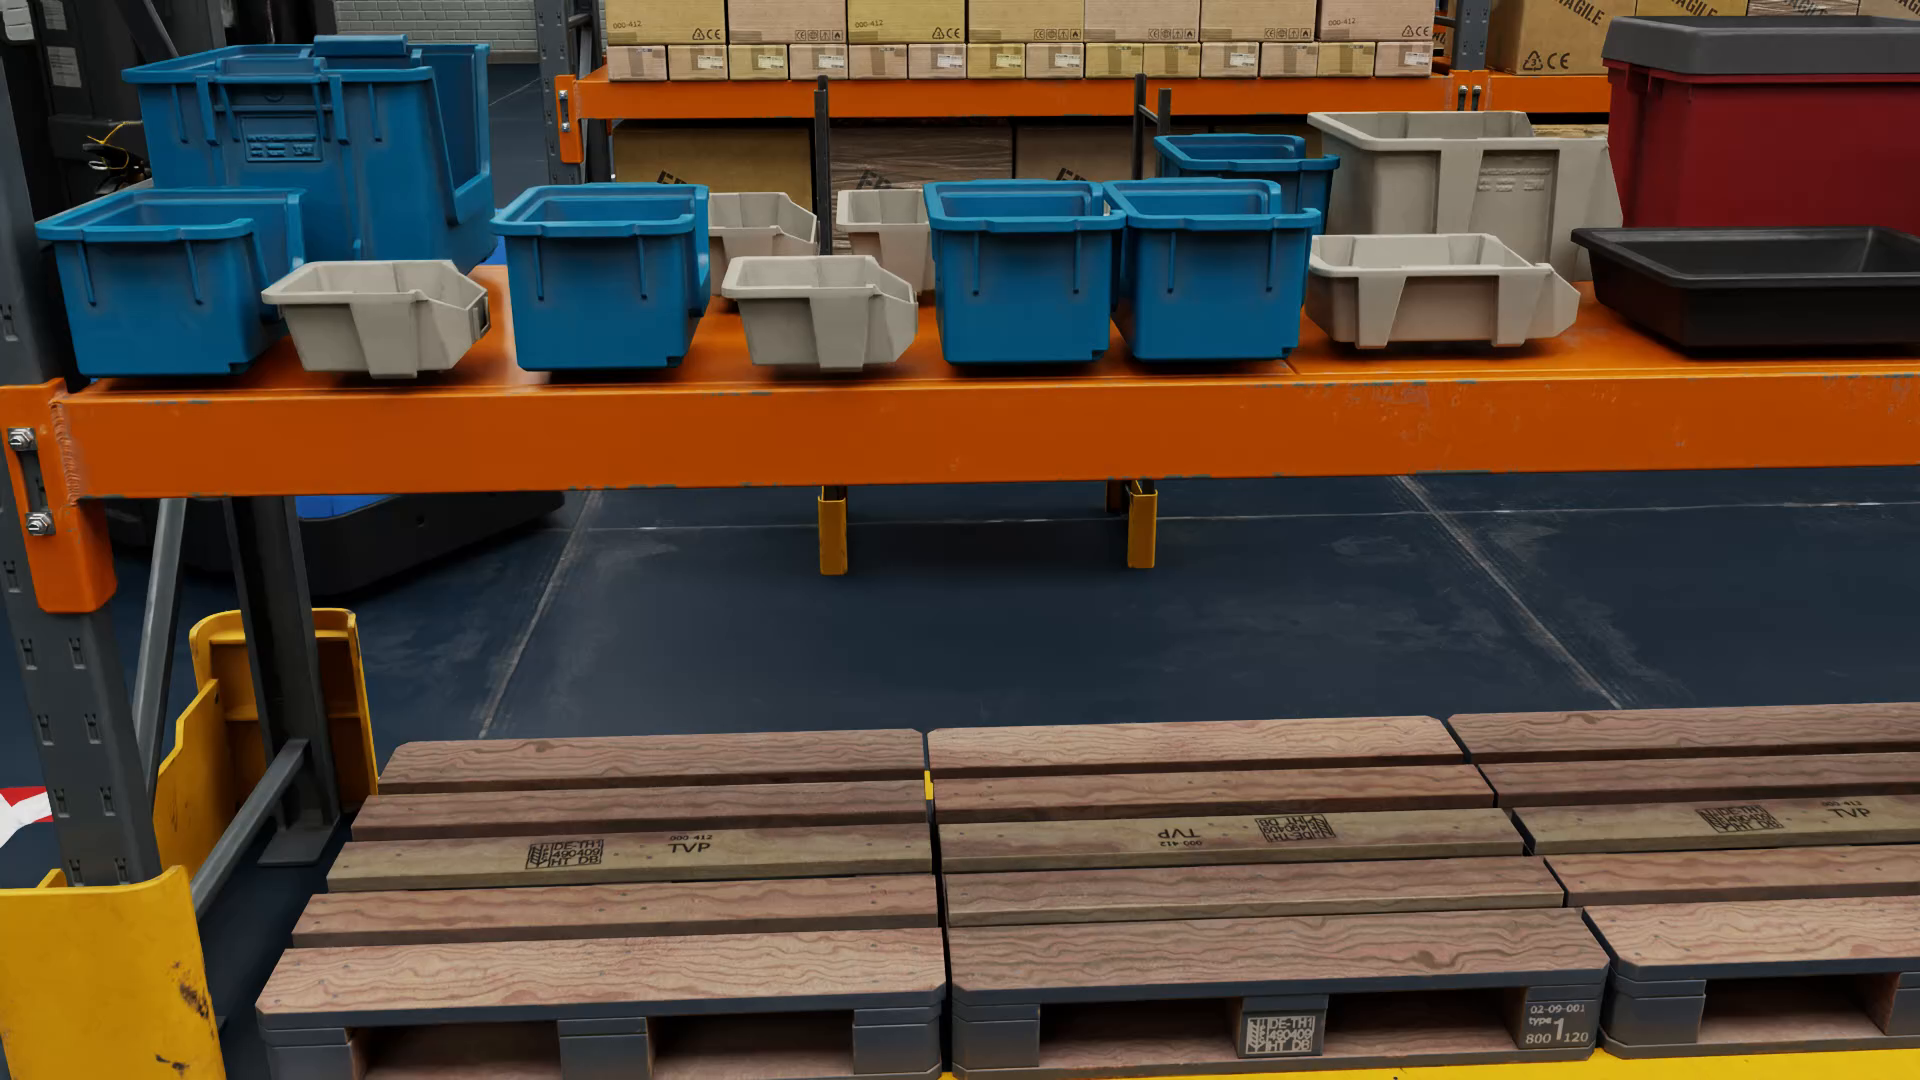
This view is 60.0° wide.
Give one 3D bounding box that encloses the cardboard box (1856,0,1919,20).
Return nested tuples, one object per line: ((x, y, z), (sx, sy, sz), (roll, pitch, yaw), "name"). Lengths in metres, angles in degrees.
((4.218, -2.415, 7.608), (0.500, 0.500, 0.500), (-1, 21, -2), "cardboard box")

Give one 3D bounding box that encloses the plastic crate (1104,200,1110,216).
((0.181, -0.587, 3.235), (0.250, 0.136, 0.298), (-1, 21, -3), "plastic crate")

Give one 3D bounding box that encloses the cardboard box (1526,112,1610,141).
((2.865, -1.638, 8.104), (0.875, 0.875, 1.225), (-1, 21, -3), "cardboard box")

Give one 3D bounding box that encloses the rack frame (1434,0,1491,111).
((2.227, -2.415, 7.748), (0.127, 3.000, 1.000), (-1, 21, -3), "rack frame")

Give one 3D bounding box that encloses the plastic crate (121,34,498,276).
((-1.160, -0.692, 3.088), (0.499, 0.435, 0.616), (-1, 21, -3), "plastic crate")

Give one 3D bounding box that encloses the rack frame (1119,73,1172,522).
((0.593, -0.713, 5.386), (0.032, 1.500, 0.500), (-1, 21, -3), "rack frame")

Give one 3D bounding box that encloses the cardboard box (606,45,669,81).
((-1.393, -2.106, 7.290), (0.250, 0.149, 0.380), (-1, 21, -2), "cardboard box")

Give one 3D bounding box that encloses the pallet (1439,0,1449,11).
((4.064, -4.116, 12.485), (1.213, 0.211, 1.003), (-1, 21, -3), "pallet")

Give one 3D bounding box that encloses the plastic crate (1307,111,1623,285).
((0.975, -0.662, 3.227), (0.530, 0.282, 0.437), (-1, 21, -3), "plastic crate")

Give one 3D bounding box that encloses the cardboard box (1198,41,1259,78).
((1.171, -2.159, 7.429), (0.250, 0.149, 0.380), (-1, 21, -2), "cardboard box")

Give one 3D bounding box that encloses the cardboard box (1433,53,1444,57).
((3.838, -3.499, 12.464), (0.500, 0.250, 0.500), (0, 21, -1), "cardboard box")

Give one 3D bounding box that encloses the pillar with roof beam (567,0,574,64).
((-5.117, -9.157, 17.025), (0.400, 9.000, 9.100), (-1, 21, -3), "pillar with roof beam")

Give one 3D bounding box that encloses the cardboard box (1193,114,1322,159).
((1.563, -1.633, 8.091), (0.875, 0.875, 0.875), (-1, 21, -3), "cardboard box")

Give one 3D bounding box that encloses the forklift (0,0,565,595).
((-2.888, -1.564, 5.611), (3.031, 2.935, 1.130), (12, 24, 30), "forklift")

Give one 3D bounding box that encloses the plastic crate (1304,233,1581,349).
((0.788, -0.418, 2.789), (0.466, 0.136, 0.293), (-1, 21, -3), "plastic crate")

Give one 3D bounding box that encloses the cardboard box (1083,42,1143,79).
((0.658, -2.149, 7.402), (0.250, 0.149, 0.380), (-1, 21, -4), "cardboard box")

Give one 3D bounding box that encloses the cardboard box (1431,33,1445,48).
((4.960, -5.235, 17.552), (0.875, 0.875, 0.875), (-1, 21, -4), "cardboard box")

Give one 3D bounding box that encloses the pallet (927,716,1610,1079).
((0.557, 0.702, 3.479), (1.213, 0.211, 1.003), (-1, 21, -3), "pallet")

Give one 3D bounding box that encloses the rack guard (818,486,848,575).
((-0.421, -0.108, 5.554), (0.087, 0.250, 0.587), (-1, 21, -3), "rack guard")

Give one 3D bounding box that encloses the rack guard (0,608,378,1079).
((-1.507, 0.599, 3.345), (0.348, 0.500, 1.175), (-1, 21, -3), "rack guard")

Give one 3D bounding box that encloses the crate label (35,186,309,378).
((-1.218, -0.412, 2.638), (0.303, 0.233, 0.416), (-1, 21, -3), "crate label")

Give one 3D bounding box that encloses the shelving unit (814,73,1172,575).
((0.076, -0.702, 5.358), (1.083, 1.500, 0.587), (-1, 21, -3), "shelving unit")

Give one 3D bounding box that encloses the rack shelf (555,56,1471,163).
((0.230, -2.038, 7.769), (4.000, 0.370, 1.077), (-1, 21, -3), "rack shelf")

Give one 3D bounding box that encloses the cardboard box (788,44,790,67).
((-0.918, -2.351, 7.933), (0.250, 0.149, 0.380), (-1, 21, -3), "cardboard box")

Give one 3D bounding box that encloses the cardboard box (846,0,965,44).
((-0.251, -2.338, 7.339), (0.500, 0.250, 0.500), (-2, 21, -5), "cardboard box")

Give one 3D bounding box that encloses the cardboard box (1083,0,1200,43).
((0.775, -2.360, 7.396), (0.500, 0.250, 0.500), (-1, 21, -2), "cardboard box")

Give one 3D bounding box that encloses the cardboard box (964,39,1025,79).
((0.142, -2.138, 7.373), (0.250, 0.149, 0.380), (-2, 21, -4), "cardboard box")

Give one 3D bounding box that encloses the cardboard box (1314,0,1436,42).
((1.801, -2.382, 7.453), (0.500, 0.250, 0.500), (-2, 21, -4), "cardboard box")

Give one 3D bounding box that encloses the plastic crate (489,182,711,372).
((-0.561, -0.425, 2.673), (0.300, 0.233, 0.416), (-1, 21, -3), "plastic crate")

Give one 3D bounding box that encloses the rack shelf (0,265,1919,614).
((0.513, -0.279, 3.148), (4.000, 0.370, 1.077), (-1, 21, -3), "rack shelf")

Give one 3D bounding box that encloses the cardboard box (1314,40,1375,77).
((1.684, -2.169, 7.457), (0.250, 0.149, 0.380), (-1, 21, -2), "cardboard box")

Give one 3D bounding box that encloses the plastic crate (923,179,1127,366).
((0.096, -0.439, 2.709), (0.300, 0.233, 0.416), (-1, 21, -3), "plastic crate")

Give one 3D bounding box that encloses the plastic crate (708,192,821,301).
((-0.390, -0.561, 3.164), (0.243, 0.136, 0.396), (-1, 21, -3), "plastic crate")

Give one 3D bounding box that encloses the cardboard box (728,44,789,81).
((-0.882, -2.117, 7.319), (0.250, 0.149, 0.380), (-2, 21, -4), "cardboard box")

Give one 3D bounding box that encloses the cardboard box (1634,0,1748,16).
((3.202, -2.393, 7.549), (0.500, 0.500, 0.500), (-1, 21, -3), "cardboard box")

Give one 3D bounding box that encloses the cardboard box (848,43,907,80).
((-0.367, -2.128, 7.347), (0.250, 0.149, 0.380), (-2, 21, -4), "cardboard box")

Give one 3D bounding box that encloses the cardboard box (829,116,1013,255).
((-0.224, -1.597, 7.995), (0.875, 0.875, 0.875), (-1, 21, -3), "cardboard box")

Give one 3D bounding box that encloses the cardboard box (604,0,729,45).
((-1.272, -2.316, 7.282), (0.500, 0.250, 0.500), (-2, 21, -4), "cardboard box")
